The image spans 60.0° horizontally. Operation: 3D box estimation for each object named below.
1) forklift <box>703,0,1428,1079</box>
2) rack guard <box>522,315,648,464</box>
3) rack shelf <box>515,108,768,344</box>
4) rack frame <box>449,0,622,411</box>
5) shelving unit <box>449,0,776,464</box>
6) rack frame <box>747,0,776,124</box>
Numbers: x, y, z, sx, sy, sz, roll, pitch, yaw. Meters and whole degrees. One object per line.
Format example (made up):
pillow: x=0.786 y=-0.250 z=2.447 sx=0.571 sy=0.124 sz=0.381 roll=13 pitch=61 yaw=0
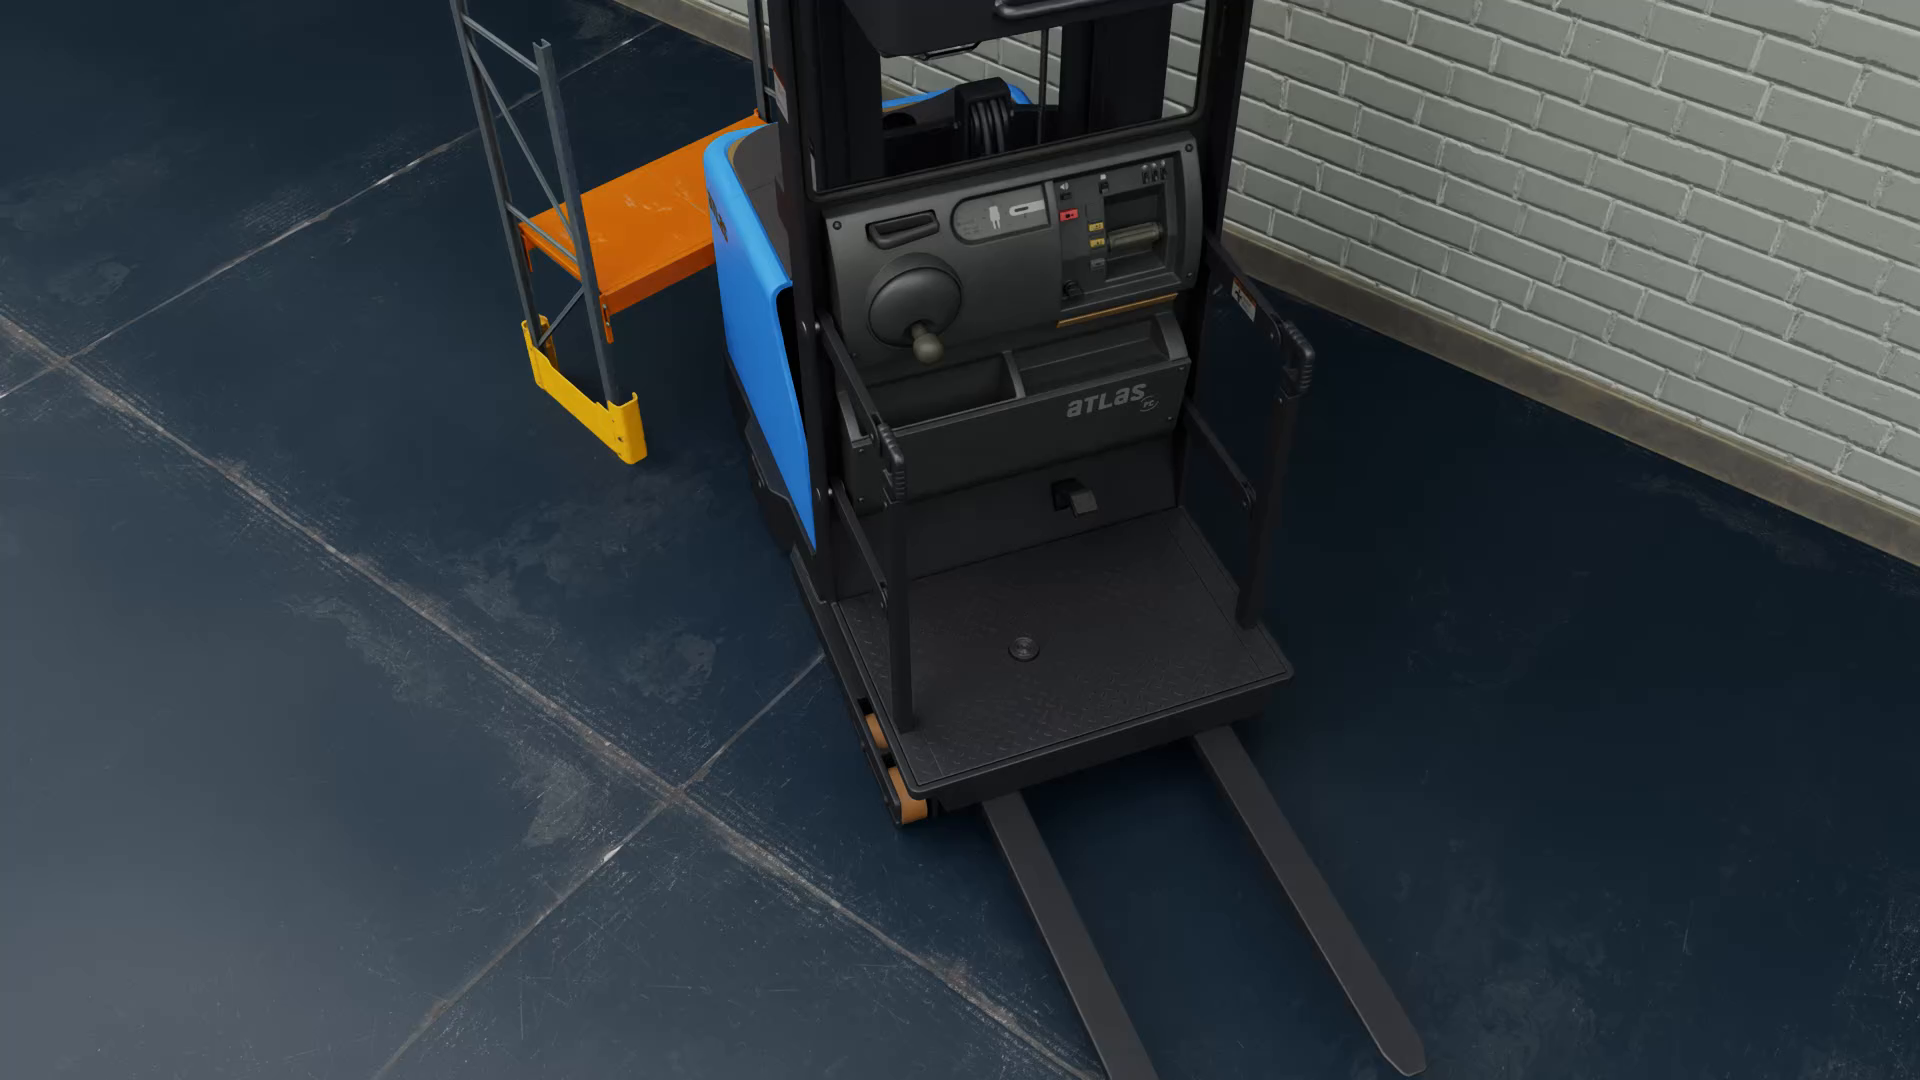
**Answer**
forklift: x=0.220 y=-0.591 z=3.788 sx=1.130 sy=2.935 sz=3.031 roll=-15 pitch=48 yaw=-14
rack guard: x=-1.256 y=-0.507 z=5.561 sx=0.087 sy=0.250 sz=0.587 roll=-34 pitch=55 yaw=-28
rack shelf: x=-0.896 y=-1.053 z=5.467 sx=1.000 sy=0.185 sz=0.538 roll=-34 pitch=55 yaw=-28
rack frame: x=-1.271 y=-0.929 z=5.100 sx=0.032 sy=1.500 sz=0.500 roll=-34 pitch=55 yaw=-28
shelving unit: x=-0.889 y=-1.182 z=5.342 sx=1.083 sy=1.500 sz=0.587 roll=-34 pitch=55 yaw=-28
rack frame: x=-0.521 y=-1.426 z=5.574 sx=0.032 sy=1.500 sz=0.500 roll=-34 pitch=55 yaw=-28
